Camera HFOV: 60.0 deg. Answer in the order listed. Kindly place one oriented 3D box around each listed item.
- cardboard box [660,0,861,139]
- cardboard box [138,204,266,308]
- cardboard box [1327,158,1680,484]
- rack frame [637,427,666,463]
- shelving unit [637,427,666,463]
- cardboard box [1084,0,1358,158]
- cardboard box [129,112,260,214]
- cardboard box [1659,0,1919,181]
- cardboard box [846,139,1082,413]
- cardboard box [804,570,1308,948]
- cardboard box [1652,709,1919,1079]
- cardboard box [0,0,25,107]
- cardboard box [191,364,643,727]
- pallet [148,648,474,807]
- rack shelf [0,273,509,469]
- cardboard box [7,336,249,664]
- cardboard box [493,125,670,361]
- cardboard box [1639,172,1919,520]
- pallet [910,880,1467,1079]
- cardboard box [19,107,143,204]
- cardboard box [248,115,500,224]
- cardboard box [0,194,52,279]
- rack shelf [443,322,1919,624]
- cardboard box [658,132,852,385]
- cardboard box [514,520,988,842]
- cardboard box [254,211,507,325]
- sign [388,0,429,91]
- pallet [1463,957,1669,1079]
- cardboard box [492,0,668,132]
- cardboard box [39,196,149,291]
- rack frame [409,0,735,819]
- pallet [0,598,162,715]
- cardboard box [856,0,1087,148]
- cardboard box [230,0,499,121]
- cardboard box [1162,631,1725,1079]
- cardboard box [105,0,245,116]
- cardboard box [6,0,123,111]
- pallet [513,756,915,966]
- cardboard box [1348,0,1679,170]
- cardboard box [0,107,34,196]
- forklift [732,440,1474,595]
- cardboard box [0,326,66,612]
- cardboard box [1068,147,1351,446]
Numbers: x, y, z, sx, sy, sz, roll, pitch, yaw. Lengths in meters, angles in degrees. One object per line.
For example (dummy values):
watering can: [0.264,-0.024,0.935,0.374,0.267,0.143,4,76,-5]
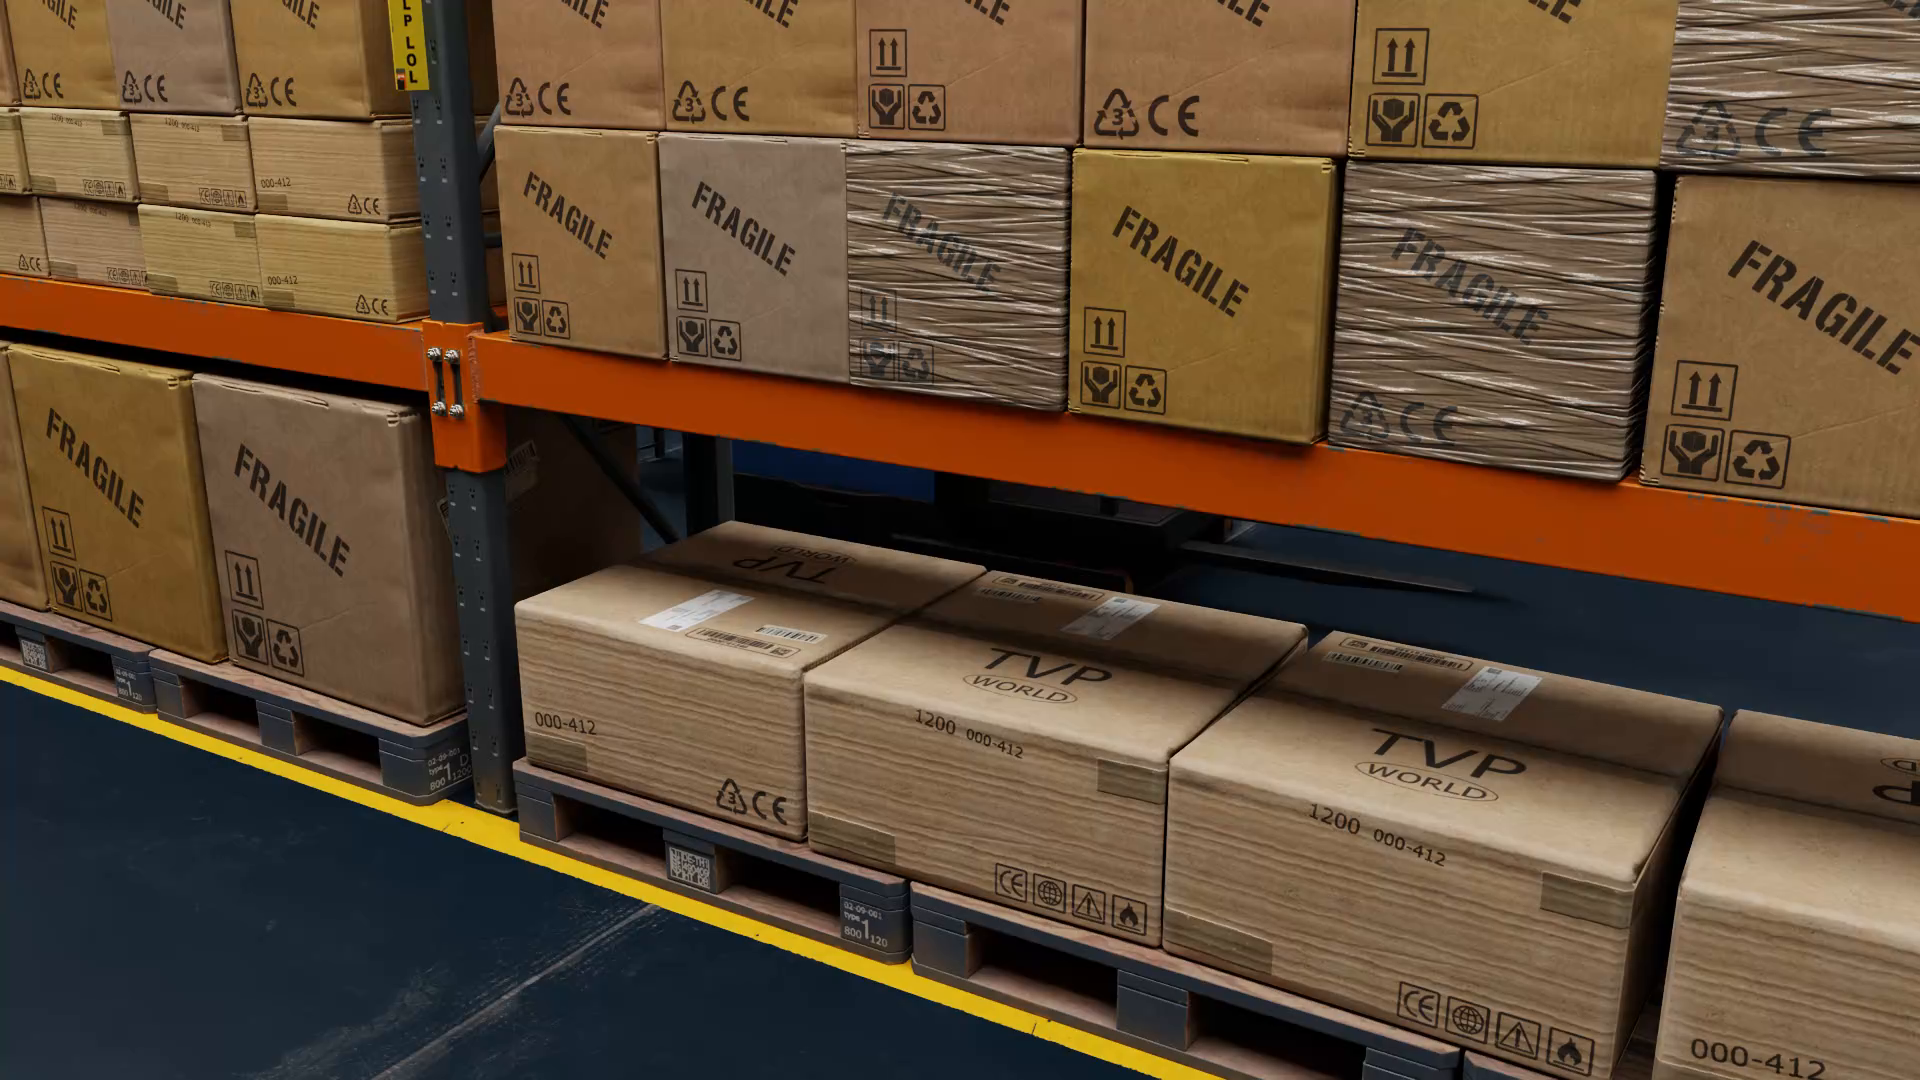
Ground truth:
cardboard box: [-0.292,-1.141,3.584,0.500,0.500,0.500,10,19,29]
cardboard box: [-1.946,-0.837,4.735,0.500,0.250,0.500,10,19,29]
cardboard box: [0.998,-0.429,2.959,0.500,0.500,0.500,11,20,32]
rack frame: [-1.606,-0.884,7.856,0.032,1.125,0.500,11,20,32]
shelving unit: [-1.185,-0.801,7.583,1.048,1.125,0.538,11,20,32]
cardboard box: [0.567,-0.983,3.064,0.500,0.500,0.500,10,20,30]
cardboard box: [-1.931,-1.074,4.654,0.500,0.250,0.500,11,20,31]
cardboard box: [1.414,-0.830,2.560,0.500,0.500,0.500,10,20,30]
cardboard box: [0.112,-0.582,3.465,0.500,0.500,0.500,10,20,30]
cardboard box: [0.244,0.458,3.900,0.875,0.438,0.875,9,19,28]
cardboard box: [1.796,0.732,2.995,0.875,0.438,0.875,9,19,28]
cardboard box: [-2.826,-1.591,5.067,0.500,0.500,0.500,10,20,31]
cardboard box: [-1.568,-0.084,4.931,0.875,0.875,0.875,11,20,32]
pallet: [-1.695,0.410,5.168,1.213,0.211,1.003,10,20,30]
rack shelf: [-2.702,-0.786,5.544,4.000,0.370,1.077,10,20,30]
cardboard box: [-2.342,-0.220,5.377,0.875,0.875,0.875,11,20,32]
cardboard box: [-0.735,-0.737,3.975,0.500,0.500,0.500,11,20,32]
cardboard box: [1.441,-0.353,2.710,0.500,0.500,0.500,10,19,29]
pallet: [0.653,0.829,3.789,1.213,0.211,1.003,10,20,30]
cardboard box: [-2.375,-1.151,4.908,0.500,0.250,0.500,11,20,31]
cardboard box: [-1.501,-1.000,4.410,0.500,0.250,0.500,10,20,30]
cardboard box: [-2.808,-0.996,5.258,0.500,0.250,0.500,10,20,30]
rack shelf: [0.706,-0.177,3.541,4.000,0.370,1.077,10,20,30]
cardboard box: [-0.309,-0.660,3.720,0.500,0.500,0.500,10,20,30]
cardboard box: [-0.519,0.322,4.347,0.875,0.438,0.875,10,19,29]
cardboard box: [-1.512,-0.760,4.479,0.500,0.250,0.500,10,19,29]
sign: [-1.274,-1.206,3.834,0.005,0.325,0.100,10,20,30]
pallet: [1.688,1.015,3.177,1.213,0.211,1.003,10,20,30]
cardboard box: [-0.719,-1.219,3.842,0.500,0.500,0.500,10,20,30]
cardboard box: [-2.366,-0.919,5.003,0.500,0.250,0.500,10,19,29]
rack frame: [-0.998,-0.826,4.438,0.127,3.000,1.000,10,20,30]
pallet: [-2.739,0.225,5.778,1.213,0.211,1.003,10,20,30]
cardboard box: [0.139,-1.060,3.318,0.500,0.500,0.500,11,20,31]
cardboard box: [-1.510,-1.358,4.297,0.500,0.500,0.500,11,20,32]
cardboard box: [1.011,0.595,3.447,0.875,0.438,0.875,11,20,32]
cardboard box: [-1.955,-1.434,4.550,0.500,0.500,0.500,11,20,31]
cardboard box: [-2.377,-1.516,4.820,0.500,0.500,0.500,11,20,32]
pallet: [-0.391,0.644,4.399,1.213,0.211,1.003,10,20,30]
cardboard box: [0.995,-0.906,2.810,0.500,0.500,0.500,10,20,30]
cardboard box: [-2.821,-1.225,5.151,0.500,0.250,0.500,11,20,31]
forklift: [0.544,-1.314,6.163,3.031,2.935,1.130,9,19,28]
cardboard box: [-3.104,-0.356,5.825,0.875,0.875,0.875,10,20,31]
cardboard box: [0.551,-0.504,3.207,0.500,0.500,0.500,11,20,32]
